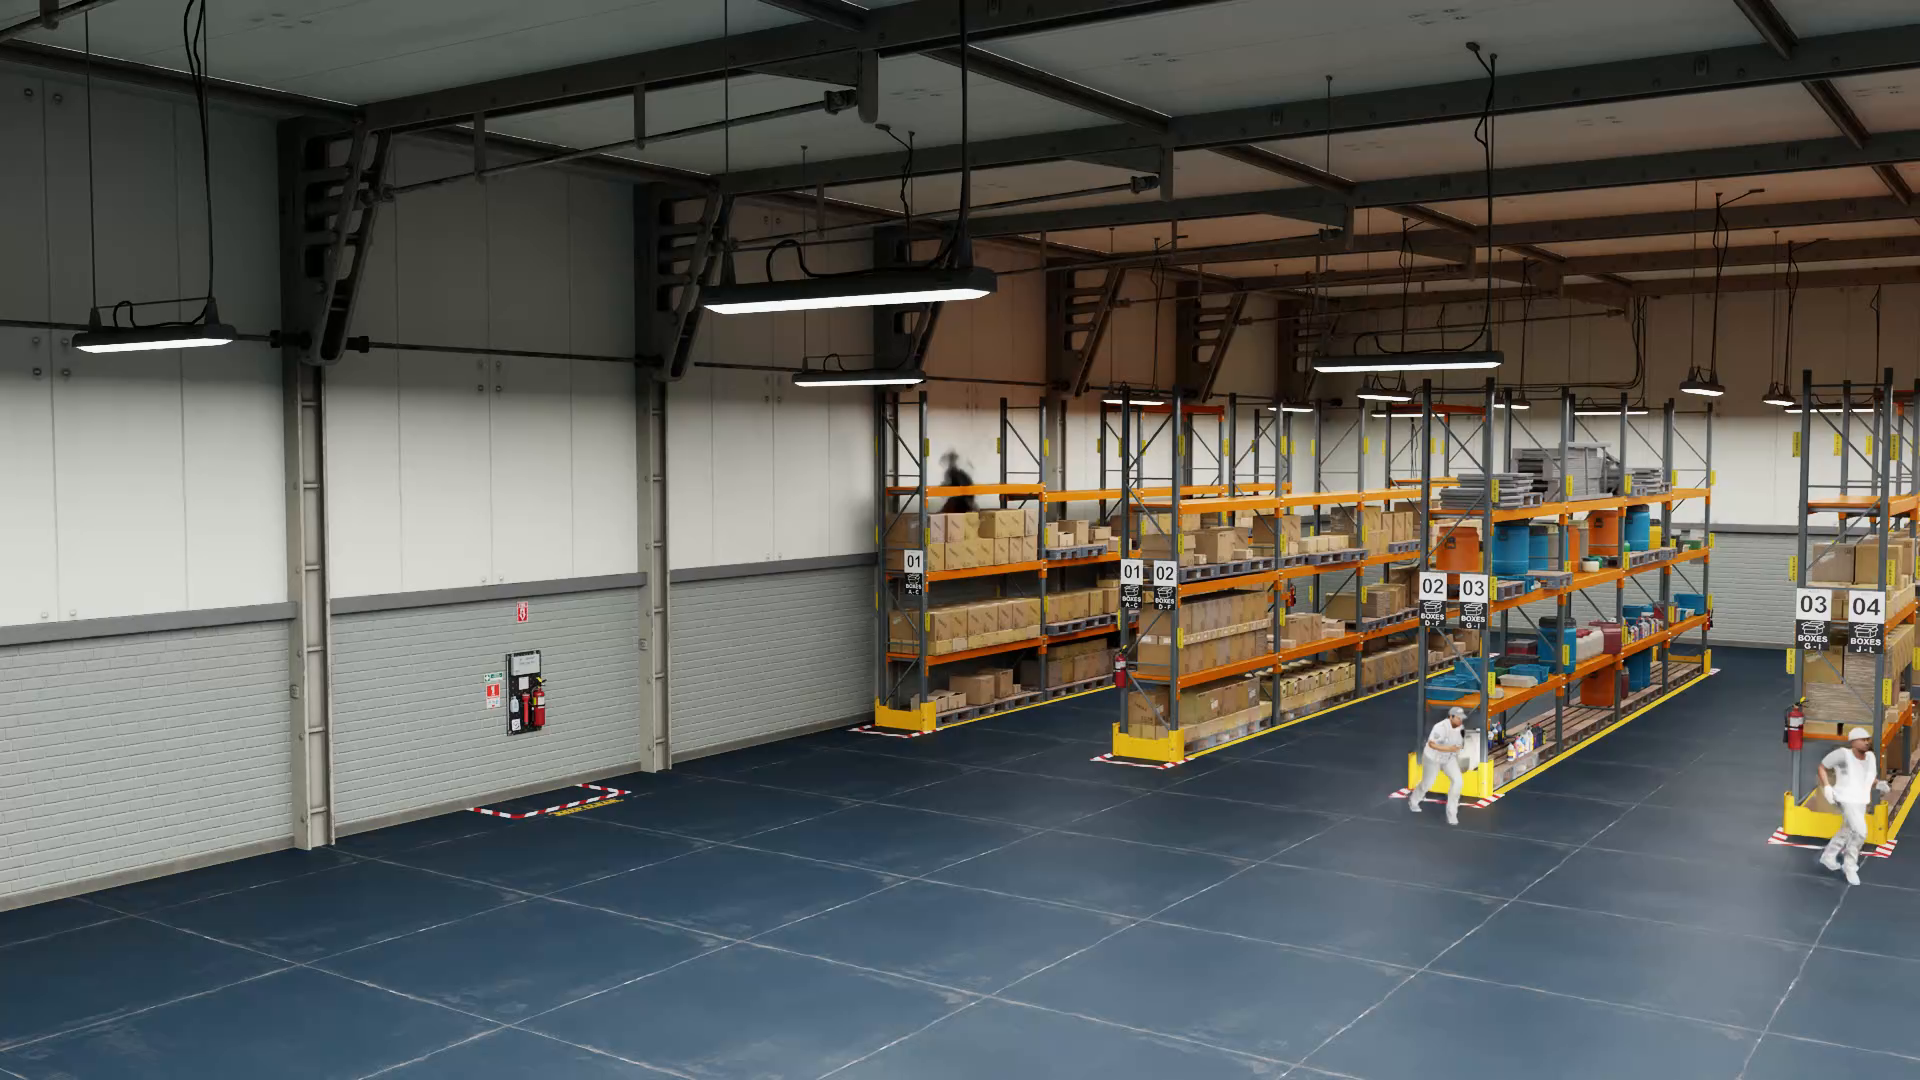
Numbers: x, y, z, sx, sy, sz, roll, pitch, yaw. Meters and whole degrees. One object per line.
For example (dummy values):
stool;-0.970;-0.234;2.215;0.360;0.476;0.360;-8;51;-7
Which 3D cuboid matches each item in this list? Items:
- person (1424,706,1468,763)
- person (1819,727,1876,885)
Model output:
person;6.522;2.591;22.182;0.645;0.782;0.666;-2;4;-27
person;10.321;3.060;19.370;0.475;1.817;0.675;-1;3;-21
